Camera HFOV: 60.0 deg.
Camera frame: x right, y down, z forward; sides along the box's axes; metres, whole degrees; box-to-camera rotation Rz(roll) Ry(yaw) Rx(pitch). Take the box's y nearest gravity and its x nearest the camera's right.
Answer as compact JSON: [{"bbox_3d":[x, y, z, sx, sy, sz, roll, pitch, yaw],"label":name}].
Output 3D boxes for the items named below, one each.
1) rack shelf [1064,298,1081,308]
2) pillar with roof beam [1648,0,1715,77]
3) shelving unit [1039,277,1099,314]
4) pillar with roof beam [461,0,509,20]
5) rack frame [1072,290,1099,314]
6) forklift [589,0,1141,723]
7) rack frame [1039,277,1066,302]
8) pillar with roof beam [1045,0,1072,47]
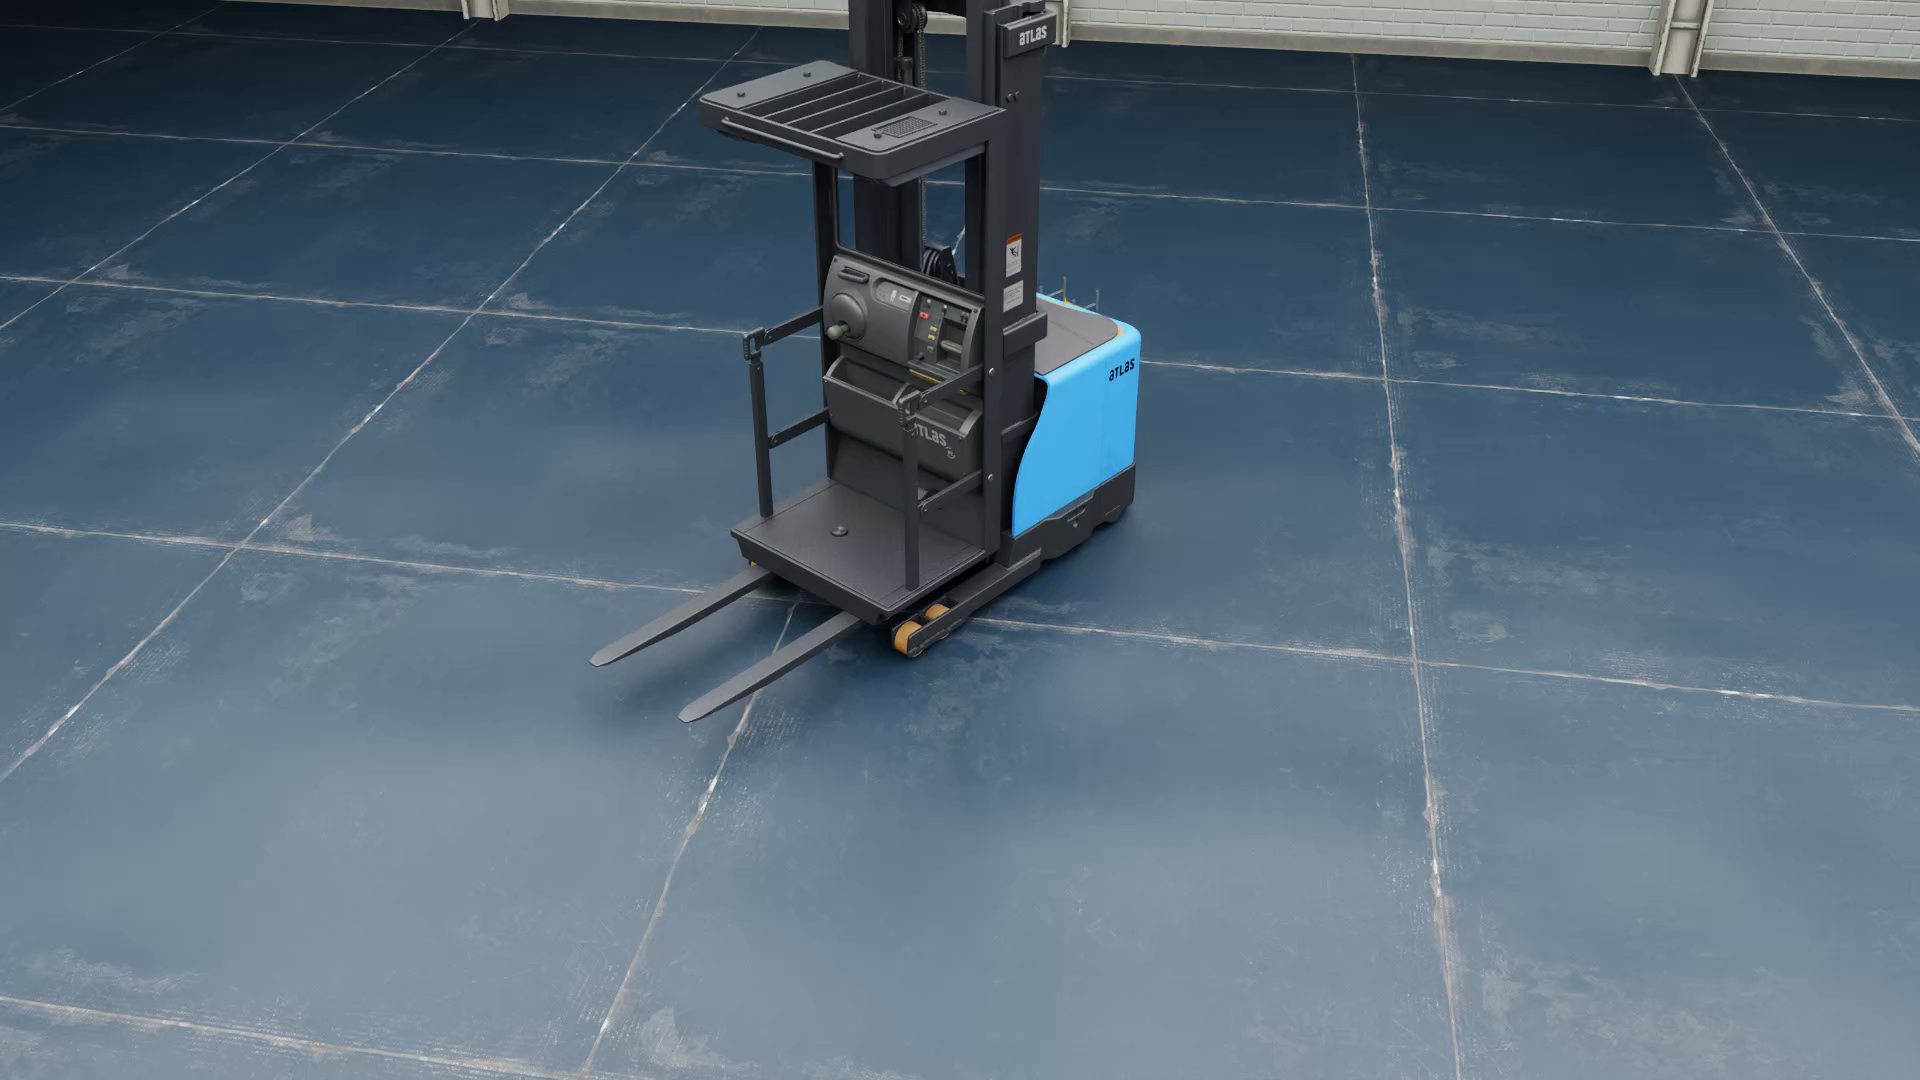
[{"bbox_3d":[0.585,-1.137,9.062,0.215,0.259,0.240,-26,41,-35],"label":"rack shelf"},{"bbox_3d":[6.091,-6.050,9.934,0.400,9.000,9.100,5,32,8],"label":"pillar with roof beam"},{"bbox_3d":[0.585,-0.905,9.207,0.215,1.050,0.252,-26,41,-35],"label":"shelving unit"},{"bbox_3d":[-5.737,-7.121,11.645,0.400,9.000,9.100,5,32,8],"label":"pillar with roof beam"},{"bbox_3d":[0.669,-0.858,9.131,0.200,1.050,0.008,-26,41,-35],"label":"rack frame"},{"bbox_3d":[-0.415,-0.993,7.574,1.130,2.935,3.031,25,40,34],"label":"forklift"},{"bbox_3d":[0.502,-0.953,9.282,0.200,1.050,0.008,-26,41,-35],"label":"rack frame"},{"bbox_3d":[0.177,-6.585,10.789,0.400,9.000,9.100,5,32,8],"label":"pillar with roof beam"}]
